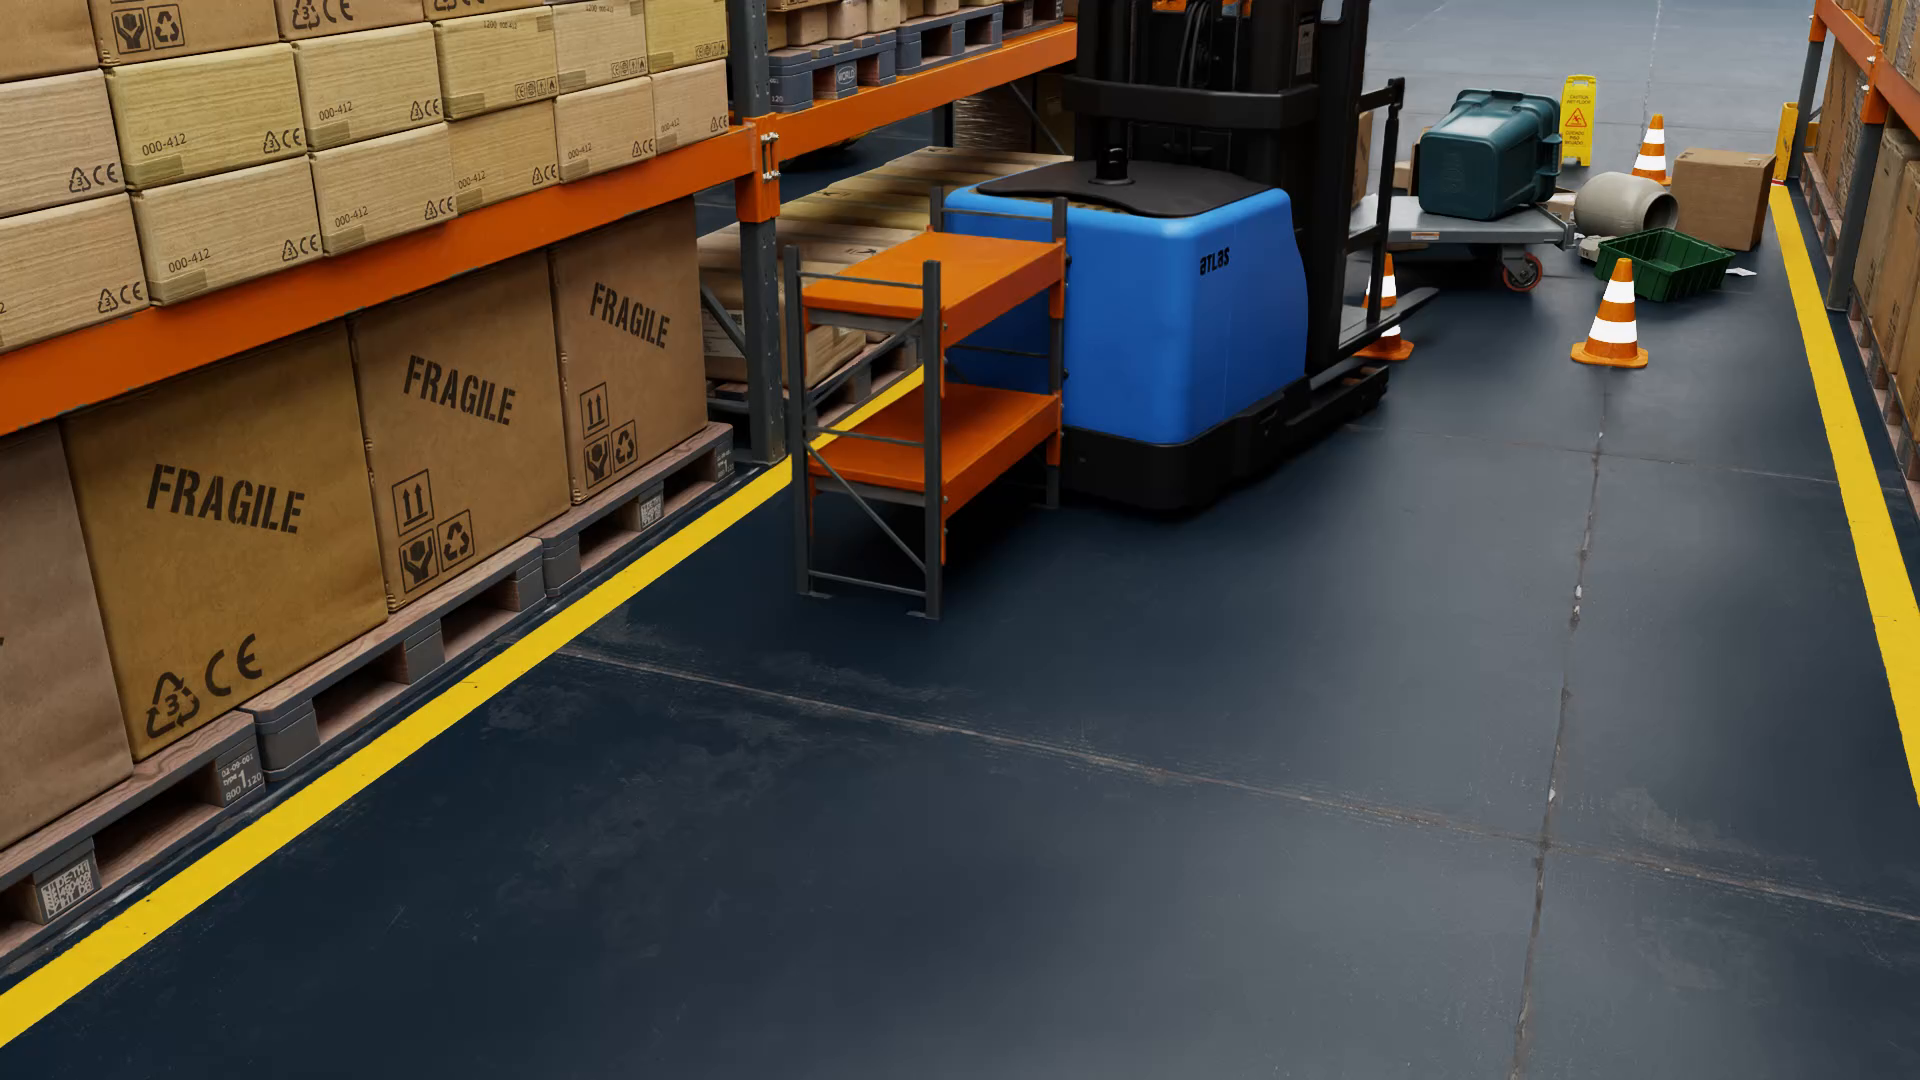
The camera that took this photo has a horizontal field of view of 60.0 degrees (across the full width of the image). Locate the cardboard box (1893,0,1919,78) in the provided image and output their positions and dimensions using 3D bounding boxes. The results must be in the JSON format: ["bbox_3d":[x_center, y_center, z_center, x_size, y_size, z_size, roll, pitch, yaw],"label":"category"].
[{"bbox_3d":[4.320,-2.227,7.060,0.500,0.500,0.500,9,24,20],"label":"cardboard box"}]

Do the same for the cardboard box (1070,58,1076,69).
[{"bbox_3d":[0.891,-2.963,10.159,0.380,0.149,0.250,9,24,21],"label":"cardboard box"}]

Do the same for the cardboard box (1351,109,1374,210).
[{"bbox_3d":[1.982,-2.135,9.231,0.500,0.500,0.500,9,24,20],"label":"cardboard box"}]

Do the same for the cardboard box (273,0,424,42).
[{"bbox_3d":[-1.685,-1.496,4.012,0.500,0.500,0.500,8,24,19],"label":"cardboard box"}]

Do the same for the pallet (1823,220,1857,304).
[{"bbox_3d":[5.307,-1.485,9.032,1.003,0.211,1.213,9,24,20],"label":"pallet"}]

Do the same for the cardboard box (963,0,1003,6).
[{"bbox_3d":[-0.009,-2.675,8.043,0.380,0.149,0.250,9,24,20],"label":"cardboard box"}]

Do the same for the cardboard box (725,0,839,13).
[{"bbox_3d":[-0.785,-2.257,6.202,0.500,0.500,0.500,8,24,19],"label":"cardboard box"}]

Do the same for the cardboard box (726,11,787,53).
[{"bbox_3d":[-0.874,-1.920,6.235,0.380,0.149,0.250,7,24,17],"label":"cardboard box"}]

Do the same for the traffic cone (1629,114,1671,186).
[{"bbox_3d":[4.922,-2.785,11.817,0.336,0.463,0.334,9,24,20],"label":"traffic cone"}]

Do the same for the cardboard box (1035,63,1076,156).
[{"bbox_3d":[0.788,-2.627,10.197,0.500,0.500,0.500,10,25,23],"label":"cardboard box"}]

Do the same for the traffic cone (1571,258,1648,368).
[{"bbox_3d":[3.052,-1.077,7.727,0.336,0.463,0.334,9,24,20],"label":"traffic cone"}]

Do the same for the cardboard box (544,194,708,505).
[{"bbox_3d":[-1.501,-0.730,5.818,0.875,0.875,0.875,9,24,20],"label":"cardboard box"}]

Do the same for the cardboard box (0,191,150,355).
[{"bbox_3d":[-2.054,-0.557,3.385,0.500,0.250,0.500,8,24,19],"label":"cardboard box"}]

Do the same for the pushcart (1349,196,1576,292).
[{"bbox_3d":[2.454,-1.665,9.247,1.648,0.377,0.936,1,23,2],"label":"pushcart"}]

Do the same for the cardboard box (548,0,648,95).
[{"bbox_3d":[-1.298,-1.520,5.043,0.500,0.250,0.500,8,24,19],"label":"cardboard box"}]

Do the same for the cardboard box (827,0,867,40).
[{"bbox_3d":[-0.593,-2.107,6.685,0.380,0.149,0.250,7,24,17],"label":"cardboard box"}]

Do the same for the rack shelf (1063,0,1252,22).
[{"bbox_3d":[1.061,-3.567,11.332,1.077,0.370,4.000,9,24,20],"label":"rack shelf"}]

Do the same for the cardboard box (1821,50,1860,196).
[{"bbox_3d":[5.922,-2.589,10.267,0.875,0.875,0.875,8,24,19],"label":"cardboard box"}]

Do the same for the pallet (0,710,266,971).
[{"bbox_3d":[-2.436,0.679,3.851,1.003,0.211,1.213,9,24,20],"label":"pallet"}]

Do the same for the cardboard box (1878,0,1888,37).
[{"bbox_3d":[5.078,-2.714,8.161,0.875,0.550,0.550,9,24,20],"label":"cardboard box"}]

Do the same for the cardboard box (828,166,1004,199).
[{"bbox_3d":[-0.138,-1.719,8.838,0.950,0.372,0.625,10,25,23],"label":"cardboard box"}]

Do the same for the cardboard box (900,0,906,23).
[{"bbox_3d":[-0.455,-2.300,7.146,0.380,0.149,0.250,10,25,23],"label":"cardboard box"}]

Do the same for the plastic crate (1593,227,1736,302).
[{"bbox_3d":[3.800,-1.490,8.999,0.662,0.188,0.450,-17,38,-35],"label":"plastic crate"}]

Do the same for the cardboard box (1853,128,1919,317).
[{"bbox_3d":[4.805,-1.432,7.660,1.050,0.750,0.750,9,24,20],"label":"cardboard box"}]

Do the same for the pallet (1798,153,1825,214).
[{"bbox_3d":[6.213,-2.358,11.122,1.003,0.211,1.213,9,24,20],"label":"pallet"}]

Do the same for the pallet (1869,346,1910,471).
[{"bbox_3d":[4.284,-0.499,6.672,1.003,0.211,1.213,9,24,20],"label":"pallet"}]

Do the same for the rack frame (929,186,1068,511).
[{"bbox_3d":[0.128,-0.667,5.888,0.500,1.125,0.032,10,25,22],"label":"rack frame"}]

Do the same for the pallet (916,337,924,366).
[{"bbox_3d":[-0.421,-1.180,8.301,1.003,0.211,1.213,9,24,20],"label":"pallet"}]

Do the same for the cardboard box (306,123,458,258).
[{"bbox_3d":[-1.654,-0.915,4.244,0.500,0.250,0.500,8,24,19],"label":"cardboard box"}]

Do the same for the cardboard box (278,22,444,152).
[{"bbox_3d":[-1.662,-1.148,4.153,0.500,0.250,0.500,8,24,18],"label":"cardboard box"}]

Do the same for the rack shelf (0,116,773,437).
[{"bbox_3d":[-1.910,-0.705,4.478,1.077,0.370,4.000,9,24,20],"label":"rack shelf"}]

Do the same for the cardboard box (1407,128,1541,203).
[{"bbox_3d":[3.163,-2.199,10.185,0.797,0.637,0.503,9,24,20],"label":"cardboard box"}]

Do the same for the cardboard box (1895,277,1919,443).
[{"bbox_3d":[4.097,-0.754,6.037,1.050,0.750,0.750,9,24,21],"label":"cardboard box"}]

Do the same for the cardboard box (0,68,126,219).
[{"bbox_3d":[-2.060,-0.790,3.295,0.500,0.250,0.500,9,24,21],"label":"cardboard box"}]

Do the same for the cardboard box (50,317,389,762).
[{"bbox_3d":[-2.169,-0.092,4.290,0.875,0.875,0.875,10,24,22],"label":"cardboard box"}]

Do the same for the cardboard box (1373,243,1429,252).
[{"bbox_3d":[2.614,-1.906,9.969,0.258,0.266,0.396,-7,24,-17],"label":"cardboard box"}]

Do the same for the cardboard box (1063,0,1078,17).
[{"bbox_3d":[0.733,-3.134,9.688,0.380,0.149,0.250,9,24,20],"label":"cardboard box"}]

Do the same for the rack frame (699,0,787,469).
[{"bbox_3d":[-1.167,-1.752,6.053,1.000,3.000,0.127,9,24,20],"label":"rack frame"}]

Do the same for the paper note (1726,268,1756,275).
[{"bbox_3d":[4.361,-1.512,9.328,0.147,0.020,0.142,-7,24,-17],"label":"paper note"}]

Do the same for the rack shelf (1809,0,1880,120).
[{"bbox_3d":[5.695,-2.895,9.722,1.077,0.370,4.000,9,24,20],"label":"rack shelf"}]

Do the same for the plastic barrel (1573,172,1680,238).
[{"bbox_3d":[3.949,-1.948,9.864,0.421,0.421,0.512,-12,25,-26],"label":"plastic barrel"}]

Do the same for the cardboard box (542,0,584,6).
[{"bbox_3d":[-1.299,-1.852,4.866,0.500,0.500,0.500,9,24,21],"label":"cardboard box"}]

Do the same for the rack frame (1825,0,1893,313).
[{"bbox_3d":[4.952,-2.511,7.870,1.000,3.000,0.127,9,24,20],"label":"rack frame"}]

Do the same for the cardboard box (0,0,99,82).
[{"bbox_3d":[-2.059,-1.131,3.138,0.500,0.500,0.500,9,24,20],"label":"cardboard box"}]

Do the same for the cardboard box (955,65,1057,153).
[{"bbox_3d":[0.289,-2.705,10.383,0.500,0.500,0.500,8,24,19],"label":"cardboard box"}]

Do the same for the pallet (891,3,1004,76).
[{"bbox_3d":[-0.470,-2.378,7.800,1.003,0.211,1.213,9,24,20],"label":"pallet"}]

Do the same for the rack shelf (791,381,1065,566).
[{"bbox_3d":[-0.080,-0.263,5.555,0.538,0.278,1.000,10,25,22],"label":"rack shelf"}]

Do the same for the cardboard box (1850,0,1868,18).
[{"bbox_3d":[5.675,-3.294,9.551,0.875,0.550,0.500,9,24,20],"label":"cardboard box"}]

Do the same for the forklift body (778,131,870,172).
[{"bbox_3d":[-1.816,-3.993,12.519,2.313,2.155,1.214,9,24,20],"label":"forklift body"}]

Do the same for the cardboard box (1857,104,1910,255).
[{"bbox_3d":[5.251,-1.939,8.713,0.875,0.875,0.875,9,24,21],"label":"cardboard box"}]

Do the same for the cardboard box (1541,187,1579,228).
[{"bbox_3d":[3.880,-2.128,10.501,0.396,0.266,0.258,13,26,29],"label":"cardboard box"}]

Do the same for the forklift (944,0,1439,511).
[{"bbox_3d":[1.186,-1.965,6.651,1.130,2.935,3.031,15,27,32],"label":"forklift"}]

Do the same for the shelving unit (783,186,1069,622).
[{"bbox_3d":[-0.080,-0.489,5.461,0.538,1.125,1.048,10,25,22],"label":"shelving unit"}]

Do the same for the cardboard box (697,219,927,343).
[{"bbox_3d":[-0.681,-1.199,7.594,0.950,0.372,0.625,8,24,19],"label":"cardboard box"}]

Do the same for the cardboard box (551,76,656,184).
[{"bbox_3d":[-1.289,-1.280,5.117,0.500,0.250,0.500,9,24,21],"label":"cardboard box"}]

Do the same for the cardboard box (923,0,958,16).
[{"bbox_3d":[-0.229,-2.491,7.603,0.380,0.149,0.250,10,25,22],"label":"cardboard box"}]

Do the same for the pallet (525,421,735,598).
[{"bbox_3d":[-1.530,-0.194,5.941,1.003,0.211,1.213,9,24,20],"label":"pallet"}]
